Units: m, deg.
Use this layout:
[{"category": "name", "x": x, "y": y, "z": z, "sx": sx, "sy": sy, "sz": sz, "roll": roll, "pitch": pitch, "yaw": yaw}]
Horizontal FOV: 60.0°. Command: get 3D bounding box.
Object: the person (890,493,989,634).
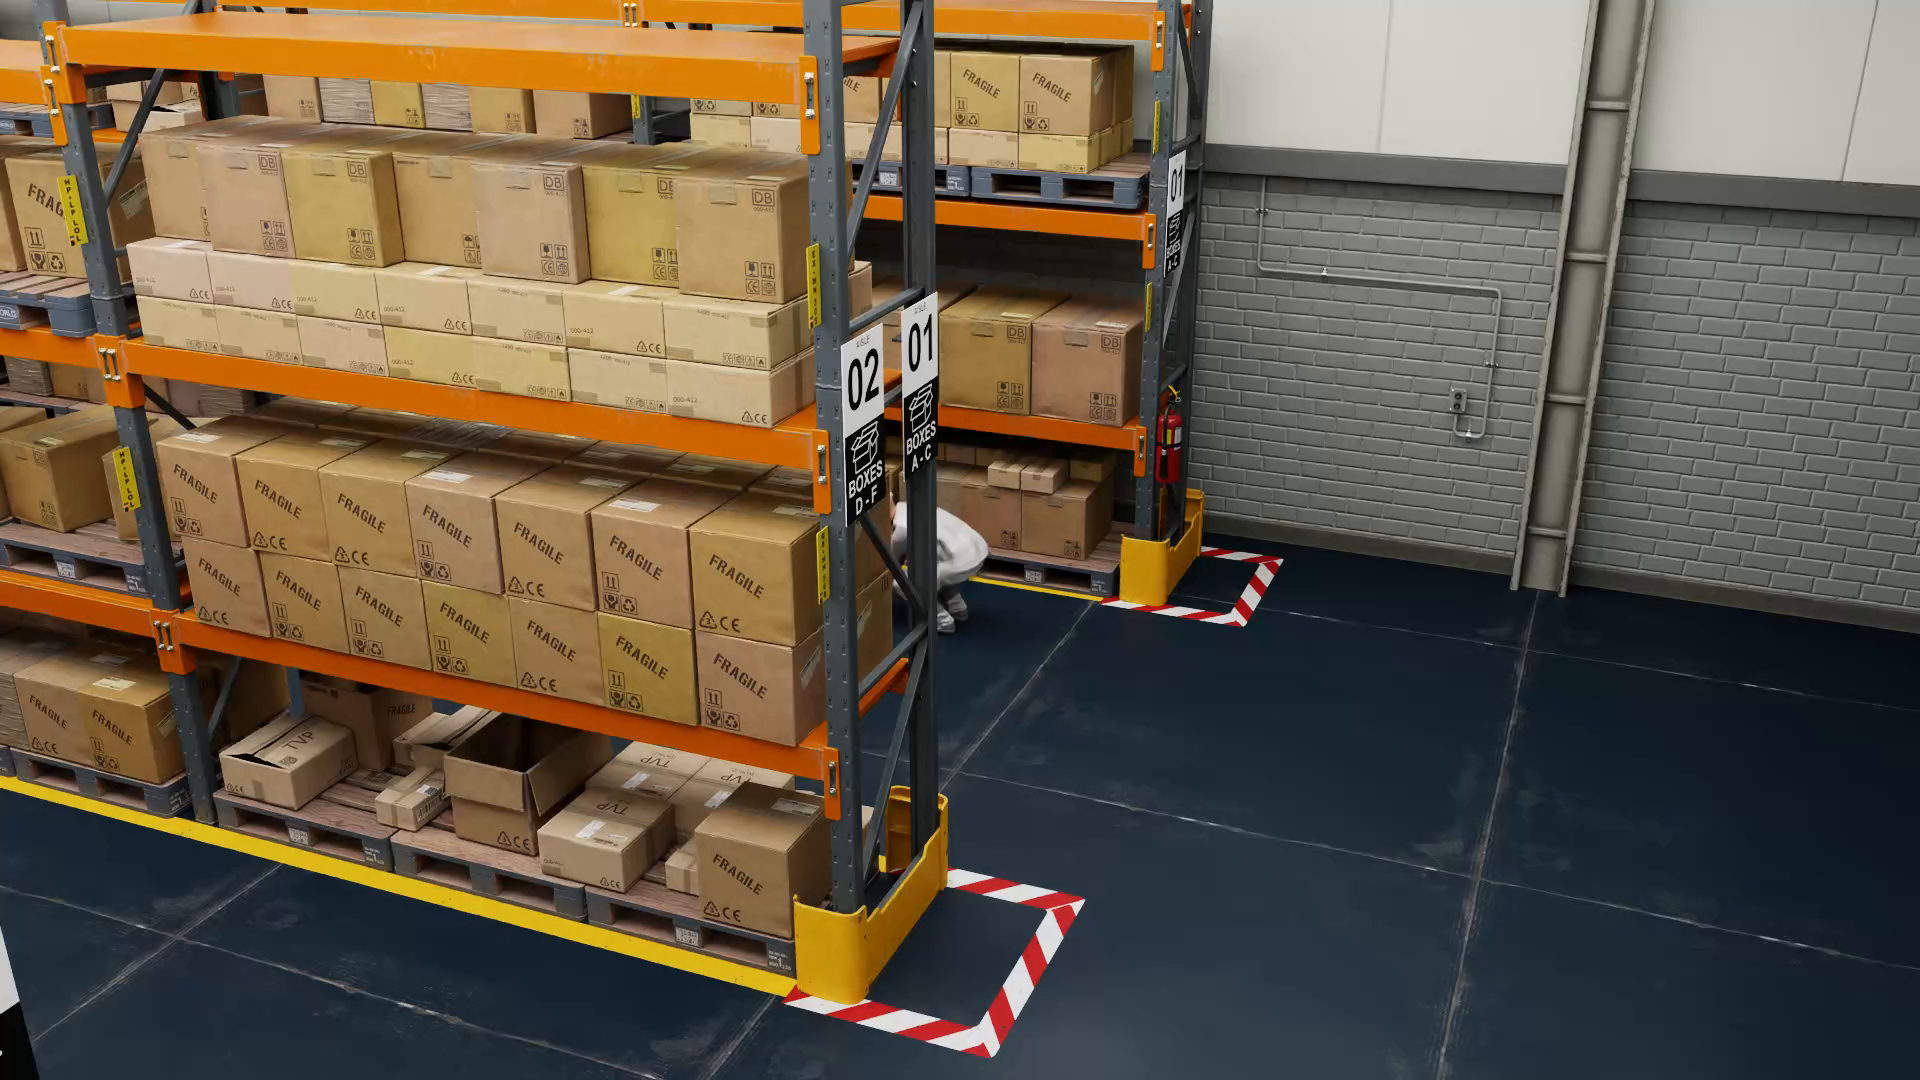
[{"category": "person", "x": -0.260, "y": 0.120, "z": 11.676, "sx": 0.907, "sy": 0.993, "sz": 0.526, "roll": 8, "pitch": 23, "yaw": 19}]
